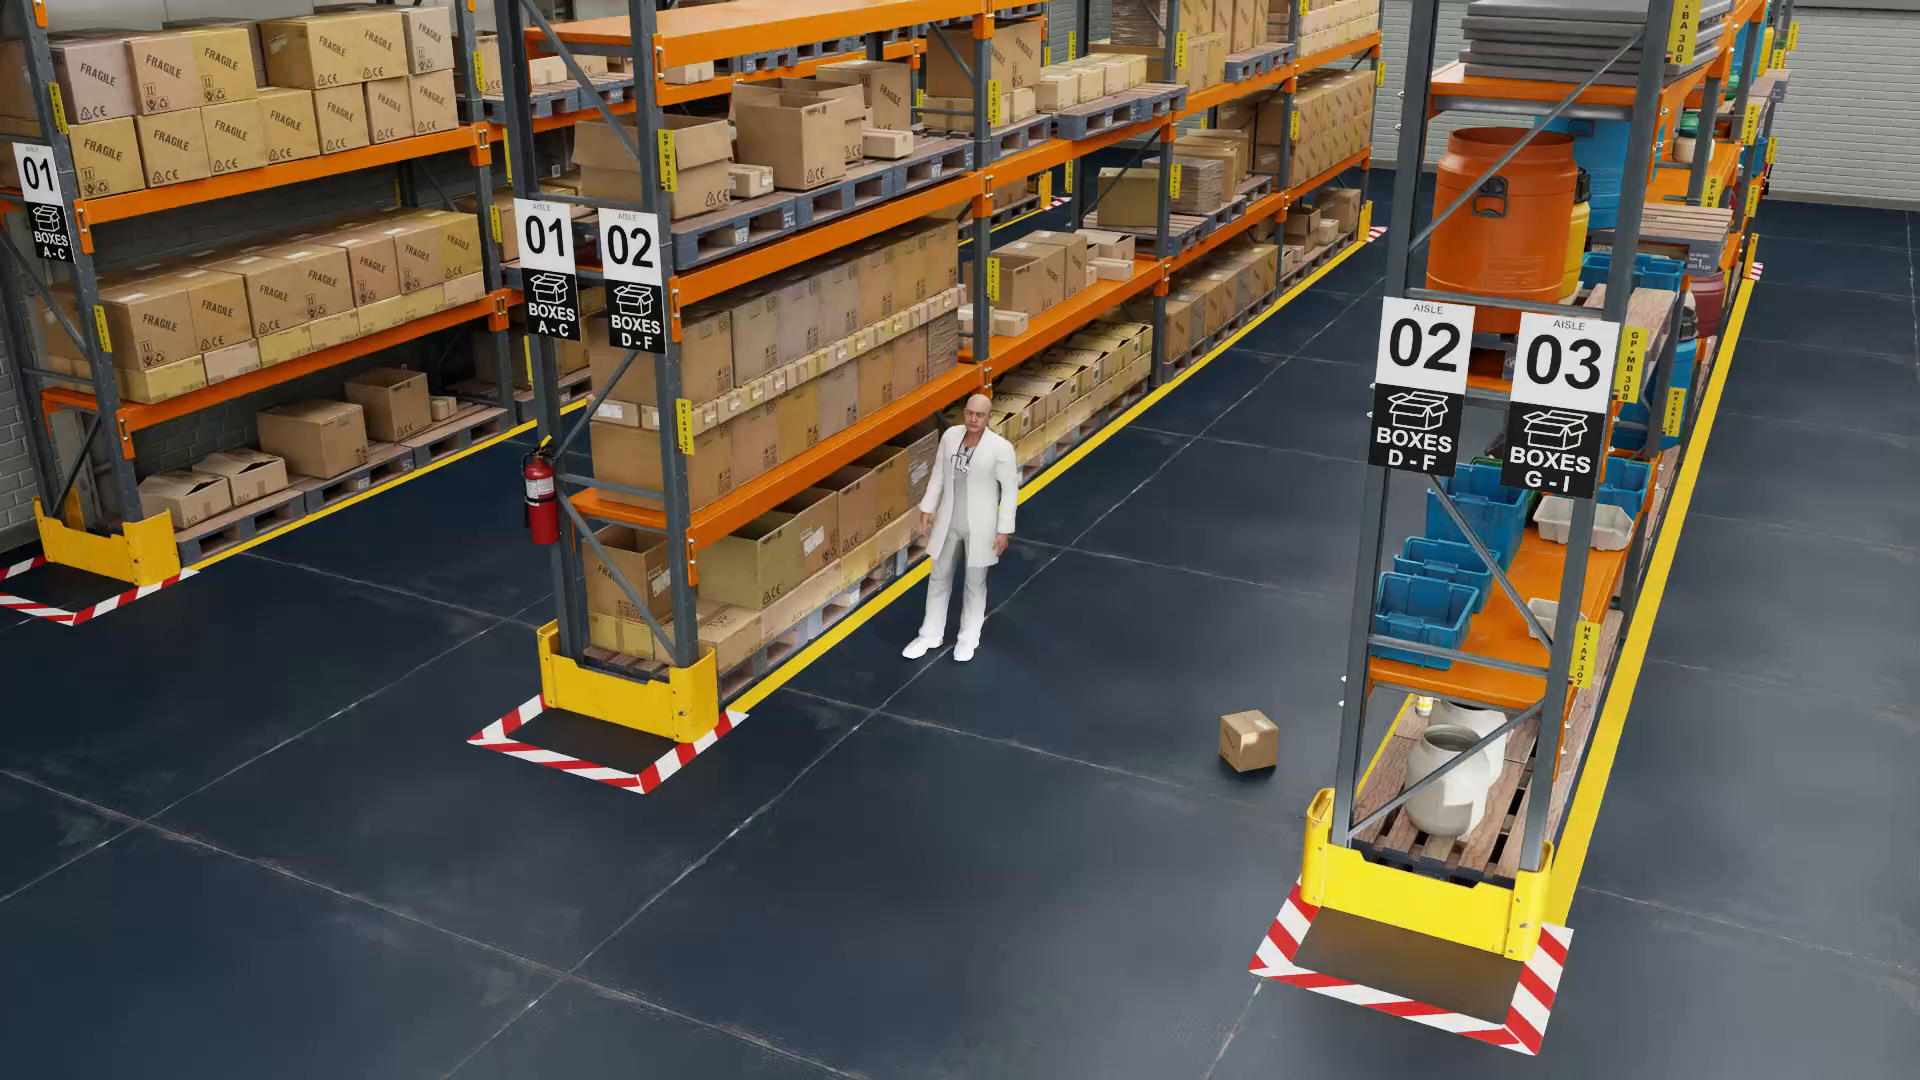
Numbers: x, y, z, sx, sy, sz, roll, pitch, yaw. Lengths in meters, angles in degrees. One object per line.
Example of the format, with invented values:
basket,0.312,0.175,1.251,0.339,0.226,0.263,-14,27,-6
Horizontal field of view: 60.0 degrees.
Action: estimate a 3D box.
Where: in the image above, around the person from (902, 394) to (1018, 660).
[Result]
person,0.010,-0.064,10.914,0.698,1.779,0.578,11,25,25
